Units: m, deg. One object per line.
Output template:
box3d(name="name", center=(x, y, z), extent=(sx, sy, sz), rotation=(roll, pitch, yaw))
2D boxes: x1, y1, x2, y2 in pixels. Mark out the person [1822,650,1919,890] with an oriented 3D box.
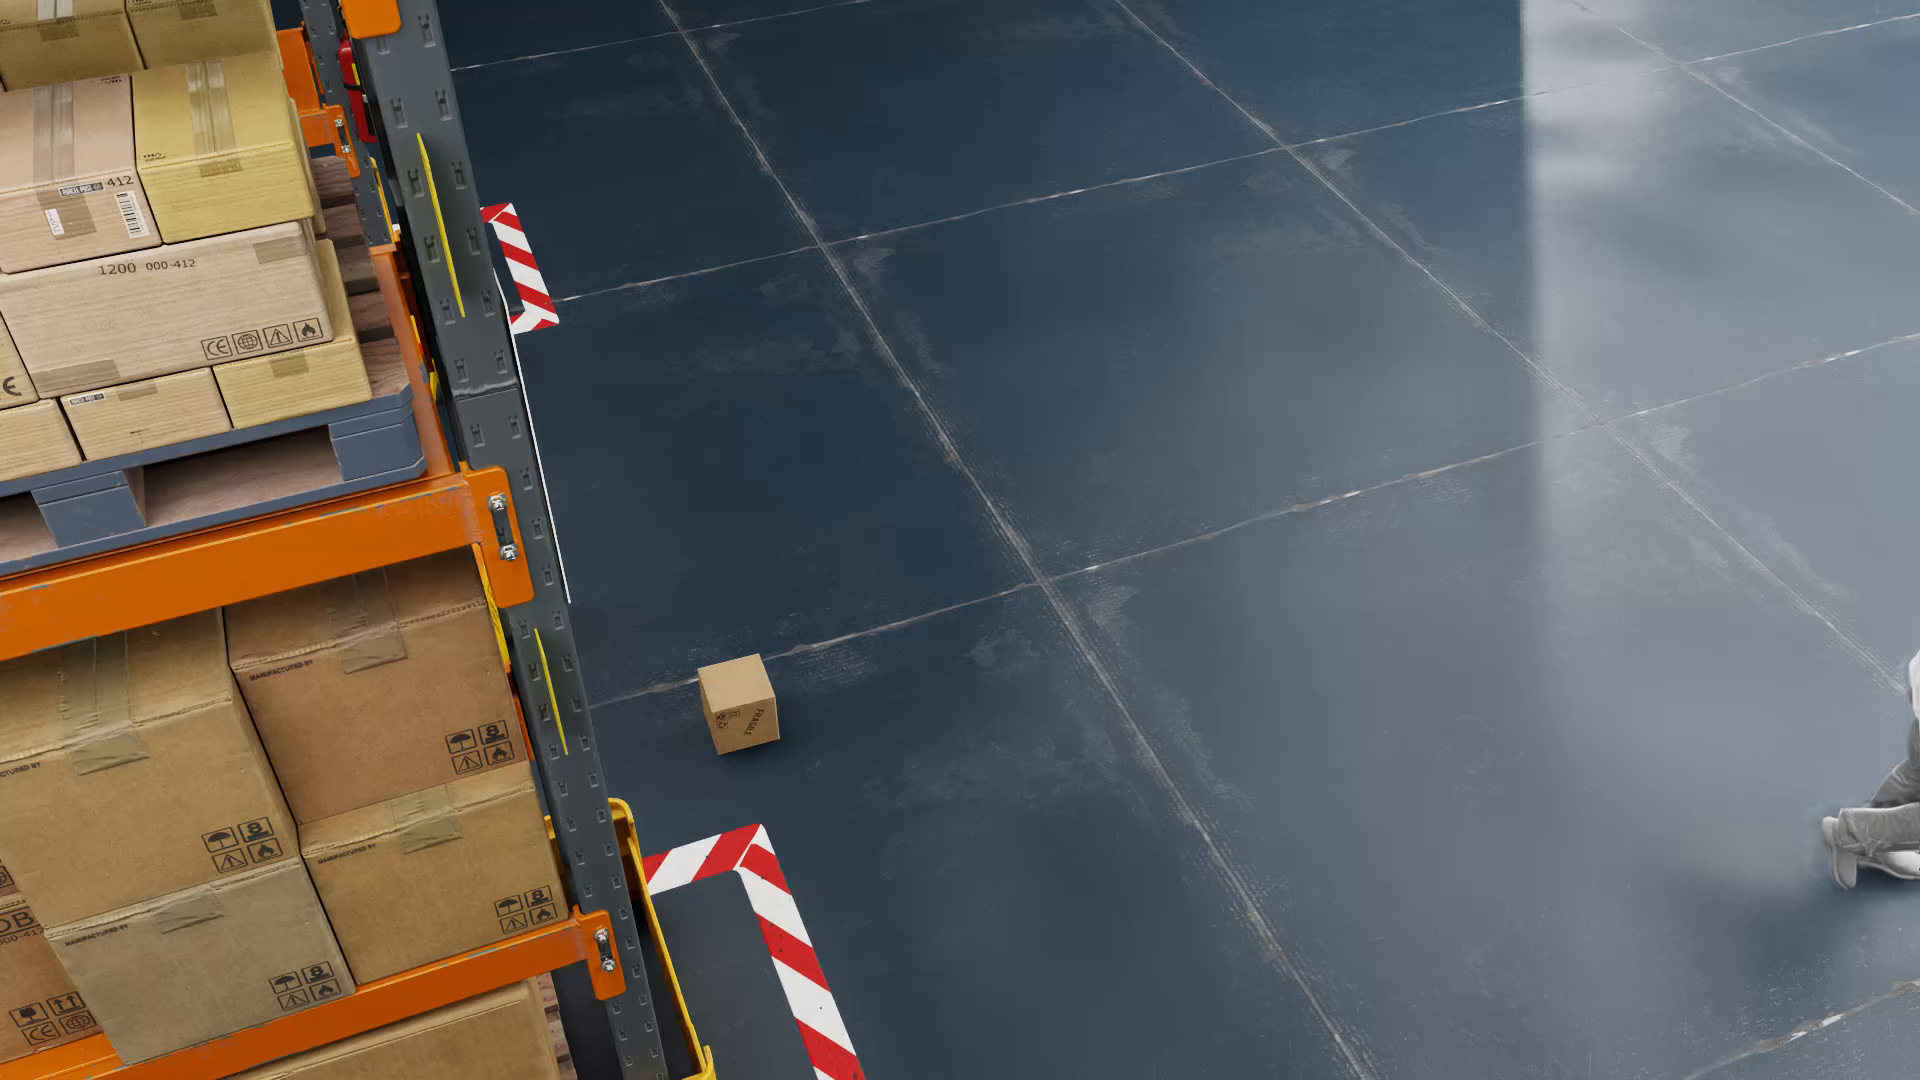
box3d(name="person", center=(3.314, 0.547, 5.478), extent=(0.498, 1.764, 0.559), rotation=(13, 43, 14))
